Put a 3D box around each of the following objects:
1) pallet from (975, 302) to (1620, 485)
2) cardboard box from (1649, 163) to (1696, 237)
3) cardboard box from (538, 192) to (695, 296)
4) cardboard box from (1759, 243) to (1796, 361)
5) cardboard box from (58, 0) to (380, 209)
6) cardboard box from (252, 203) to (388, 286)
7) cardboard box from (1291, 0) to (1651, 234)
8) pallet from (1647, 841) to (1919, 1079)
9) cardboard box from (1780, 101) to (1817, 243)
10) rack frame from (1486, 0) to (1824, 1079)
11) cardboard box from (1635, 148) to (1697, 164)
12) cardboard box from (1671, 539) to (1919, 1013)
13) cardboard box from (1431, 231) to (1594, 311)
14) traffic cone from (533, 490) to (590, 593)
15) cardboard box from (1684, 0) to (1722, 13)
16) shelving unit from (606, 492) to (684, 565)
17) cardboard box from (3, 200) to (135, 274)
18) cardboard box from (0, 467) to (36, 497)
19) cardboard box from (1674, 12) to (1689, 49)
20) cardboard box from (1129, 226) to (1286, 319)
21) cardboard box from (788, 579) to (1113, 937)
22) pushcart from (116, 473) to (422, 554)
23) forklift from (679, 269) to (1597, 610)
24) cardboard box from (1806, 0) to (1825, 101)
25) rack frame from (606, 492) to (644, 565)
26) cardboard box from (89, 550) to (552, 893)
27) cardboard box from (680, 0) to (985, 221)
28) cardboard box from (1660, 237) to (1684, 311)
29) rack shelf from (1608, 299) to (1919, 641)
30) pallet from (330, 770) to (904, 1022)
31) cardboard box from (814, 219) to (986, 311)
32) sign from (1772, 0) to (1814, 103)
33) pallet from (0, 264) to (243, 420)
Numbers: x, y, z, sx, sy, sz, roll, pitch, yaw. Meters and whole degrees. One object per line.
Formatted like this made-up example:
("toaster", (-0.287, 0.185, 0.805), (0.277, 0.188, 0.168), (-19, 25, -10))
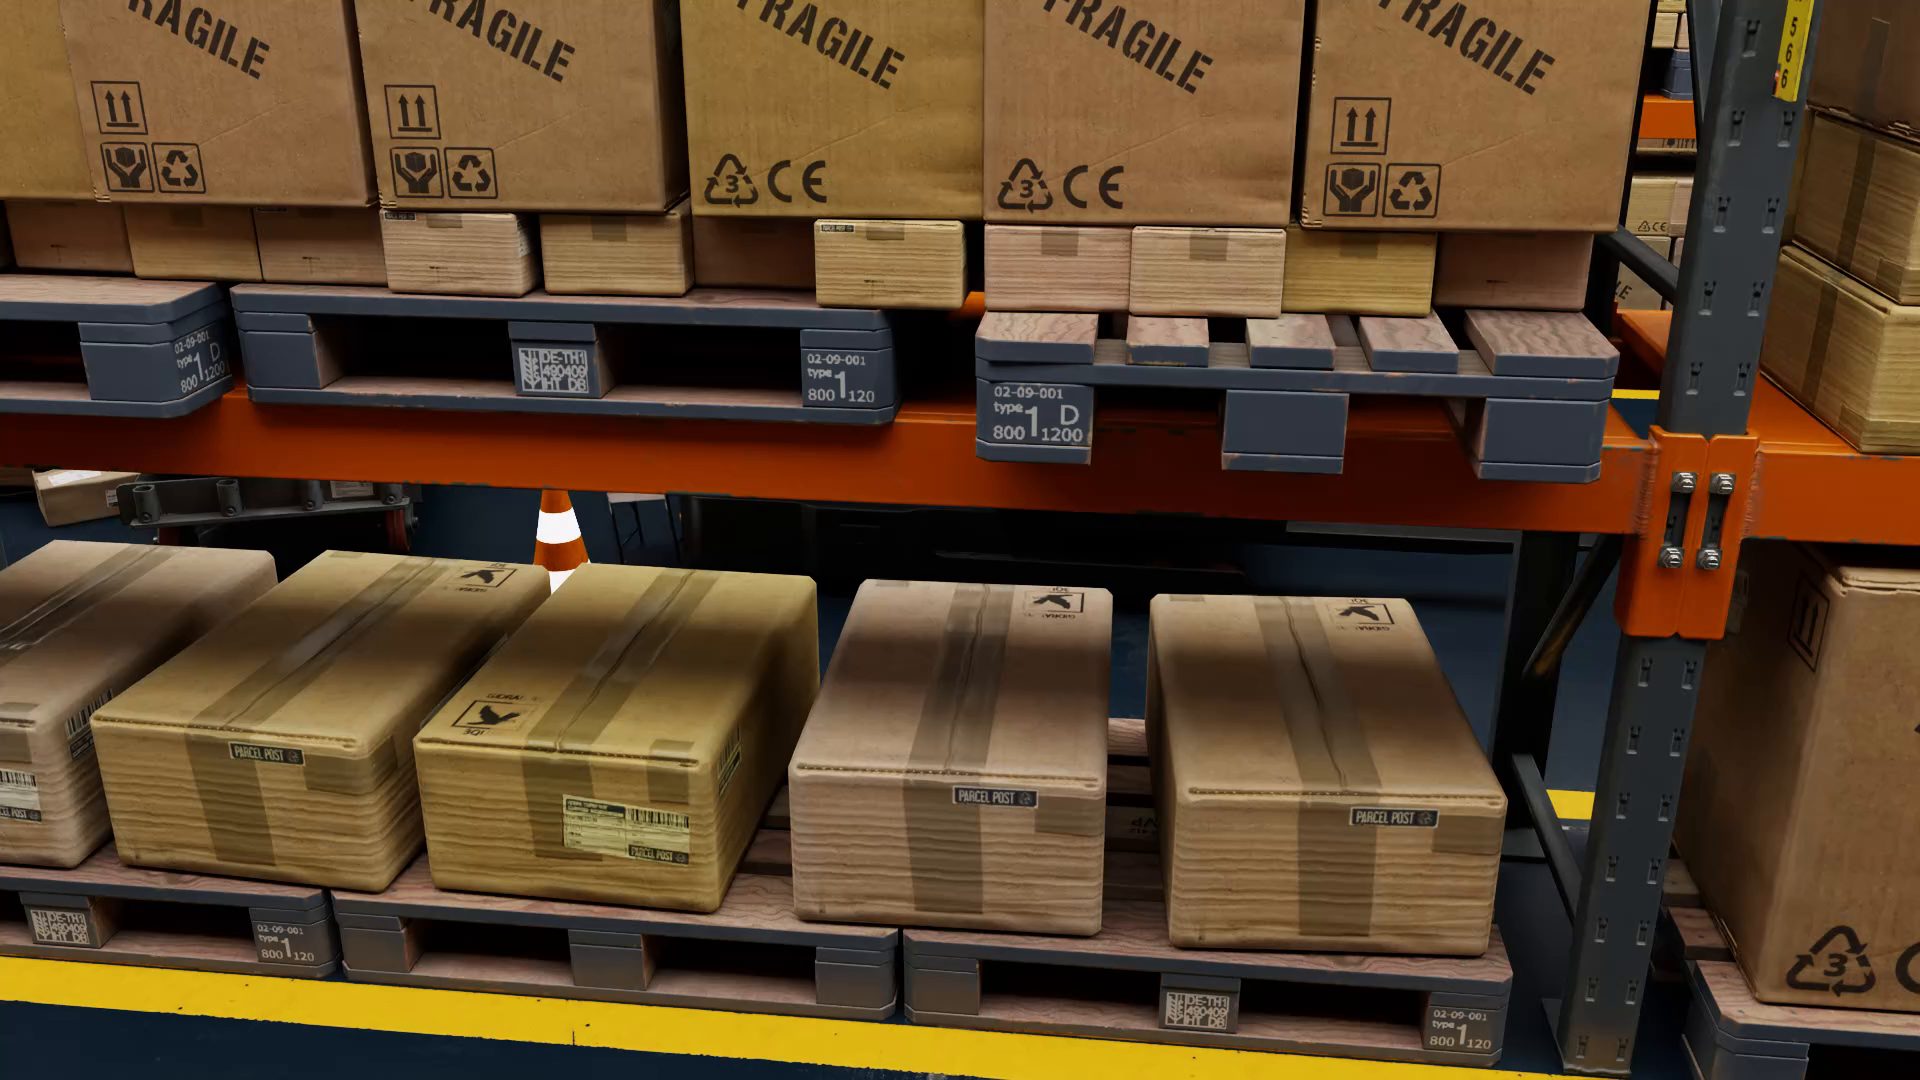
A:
("pallet", (0.591, -0.425, 3.195), (1.003, 0.211, 1.213), (2, 22, 6))
("cardboard box", (3.443, -1.549, 7.587), (0.500, 0.250, 0.500), (3, 22, 7))
("cardboard box", (-0.590, -0.567, 3.064), (0.250, 0.149, 0.380), (2, 22, 5))
("cardboard box", (1.844, -0.525, 3.392), (0.500, 0.250, 0.500), (2, 22, 4))
("cardboard box", (-1.242, -0.902, 3.030), (0.500, 0.500, 0.500), (2, 22, 6))
("cardboard box", (-1.116, -0.598, 3.143), (0.250, 0.149, 0.380), (3, 22, 7))
("cardboard box", (0.827, -0.820, 2.823), (0.500, 0.500, 0.500), (2, 22, 5))
("pallet", (2.085, 0.836, 3.537), (1.213, 0.211, 1.003), (2, 22, 6))
("cardboard box", (1.822, -0.756, 3.297), (0.500, 0.250, 0.500), (2, 22, 6))
("rack frame", (1.311, -0.522, 3.180), (0.127, 3.000, 1.000), (2, 22, 6))
("cardboard box", (3.509, -1.736, 8.059), (0.500, 0.250, 0.500), (3, 22, 8))
("cardboard box", (1.987, 0.331, 3.341), (0.875, 0.875, 0.875), (2, 22, 6))
("cardboard box", (0.958, -0.529, 2.968), (0.250, 0.149, 0.380), (3, 22, 8))
("traffic cone", (-1.265, 0.027, 5.241), (0.334, 0.463, 0.336), (2, 22, 6))
("cardboard box", (3.282, -2.413, 7.329), (0.250, 0.149, 0.380), (3, 22, 6))
("shelving unit", (-1.097, -0.373, 5.633), (0.210, 0.900, 0.258), (-4, 21, 10))
("cardboard box", (-1.612, -0.636, 3.239), (0.250, 0.149, 0.380), (4, 22, 10))
("cardboard box", (-3.661, -0.581, 6.541), (0.503, 0.637, 0.797), (2, 22, 6))
("cardboard box", (3.281, -2.274, 7.383), (0.250, 0.149, 0.380), (3, 22, 8))
("cardboard box", (0.428, -0.508, 2.916), (0.250, 0.149, 0.380), (2, 22, 6))
("cardboard box", (0.017, 0.448, 3.730), (0.625, 0.372, 0.950), (2, 22, 5))
("pushcart", (-2.442, -0.310, 6.211), (0.936, 0.377, 1.648), (-5, 22, -12))
("forklift", (0.624, -1.331, 5.320), (3.031, 2.935, 1.130), (3, 22, 7))
("cardboard box", (1.855, -1.107, 3.163), (0.500, 0.500, 0.500), (2, 22, 5))
("rack frame", (-1.197, -0.367, 5.650), (0.006, 0.900, 0.240), (-4, 21, 10))
("cardboard box", (-1.426, 0.383, 3.893), (0.625, 0.372, 0.950), (4, 22, 10))
("cardboard box", (-0.189, -0.860, 2.923), (0.500, 0.500, 0.500), (1, 22, 3))
("cardboard box", (3.476, -1.202, 7.728), (0.500, 0.500, 0.500), (2, 22, 5))
("rack shelf", (3.297, -0.101, 3.094), (4.000, 0.370, 1.077), (2, 22, 6))
("pallet", (-0.673, 0.687, 3.916), (1.213, 0.211, 1.003), (2, 22, 6))
("cardboard box", (-0.096, -0.529, 2.969), (0.250, 0.149, 0.380), (3, 22, 7))
("sign", (1.257, -0.825, 2.480), (0.005, 0.325, 0.100), (2, 22, 6))
("pallet", (-1.919, -0.520, 3.435), (1.213, 0.211, 1.003), (2, 22, 6))
